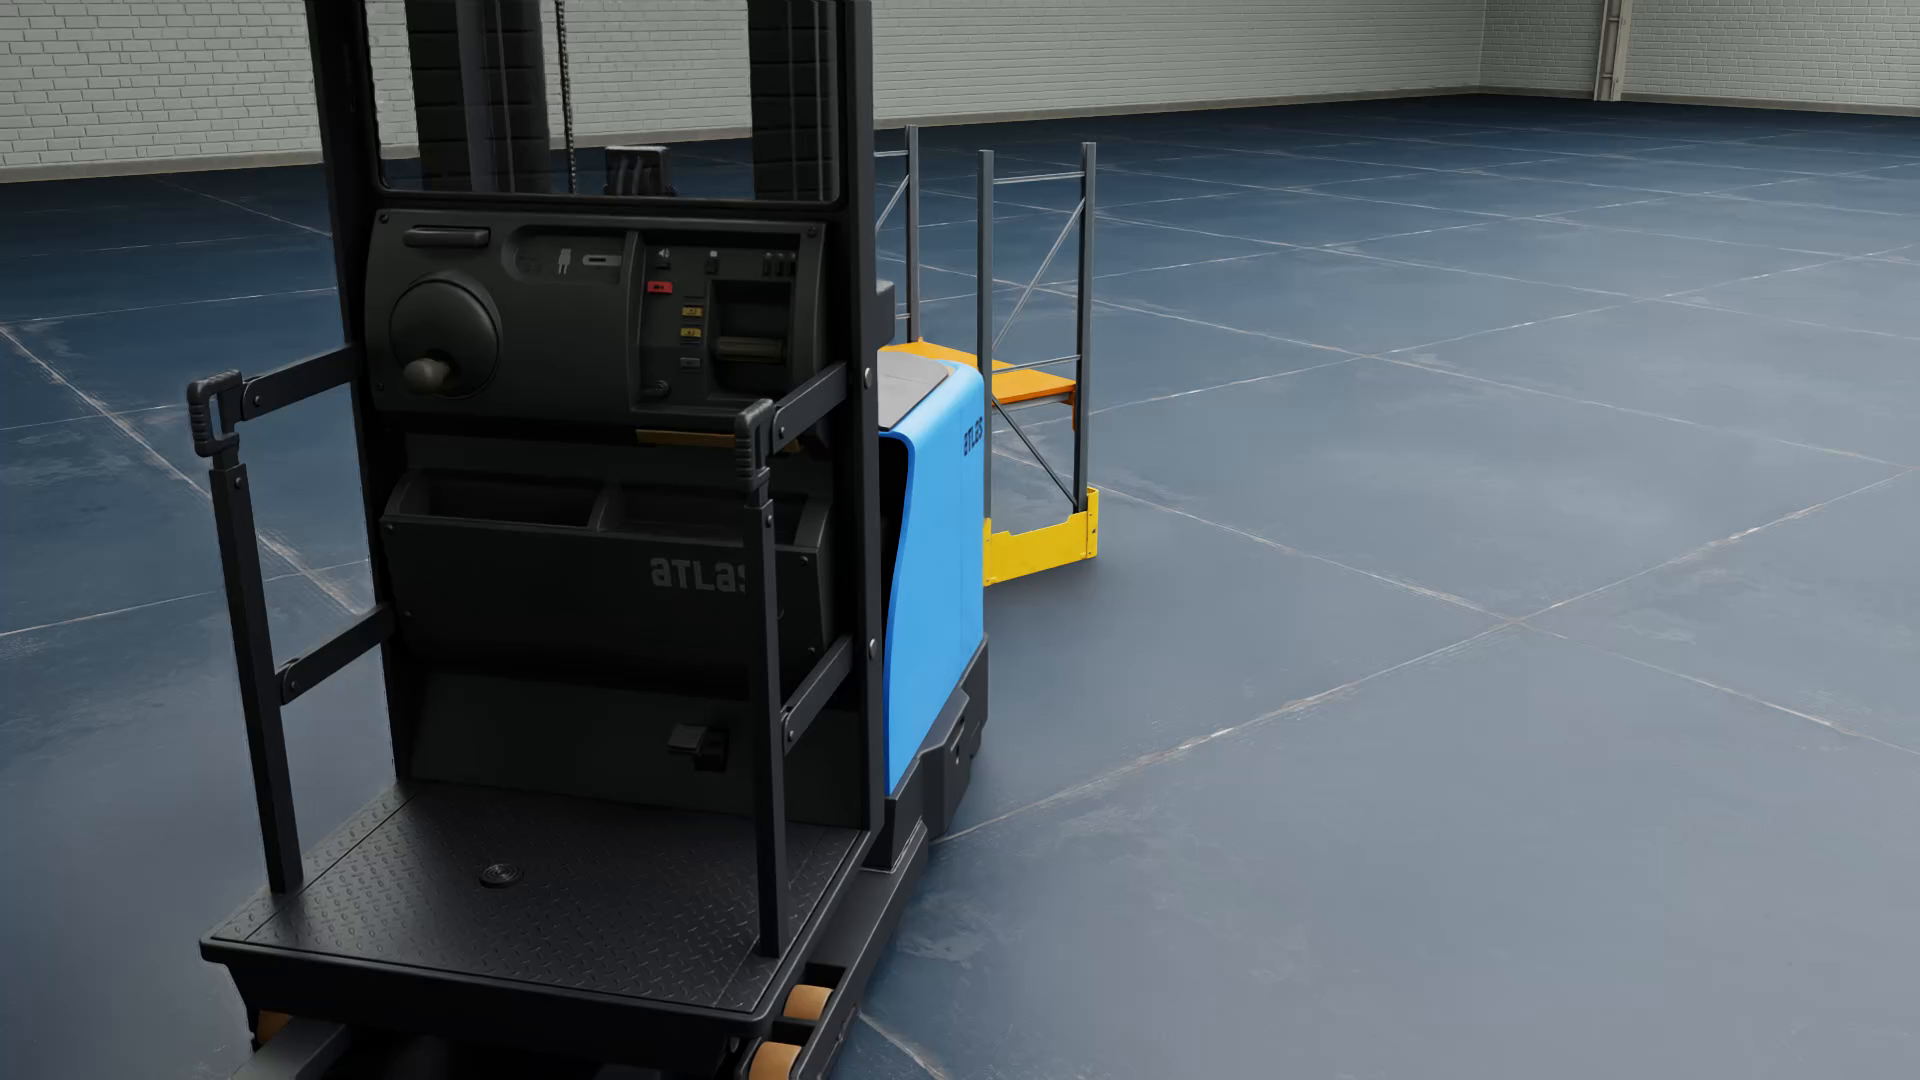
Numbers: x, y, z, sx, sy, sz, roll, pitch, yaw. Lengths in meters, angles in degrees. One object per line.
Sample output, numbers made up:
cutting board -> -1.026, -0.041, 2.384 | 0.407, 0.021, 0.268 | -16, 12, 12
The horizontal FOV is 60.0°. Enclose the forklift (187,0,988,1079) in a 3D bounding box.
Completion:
forklift -> -0.755, -0.428, 2.993 | 1.130, 2.935, 3.031 | 4, 19, 12

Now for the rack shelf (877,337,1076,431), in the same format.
rack shelf -> -0.053, -0.562, 6.247 | 0.538, 0.185, 1.000 | -14, 23, -36

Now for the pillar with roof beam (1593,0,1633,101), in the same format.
pillar with roof beam -> 8.903, -11.772, 27.597 | 9.100, 9.000, 0.400 | -14, 23, -36

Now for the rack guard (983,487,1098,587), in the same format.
rack guard -> 0.262, -0.015, 6.009 | 0.587, 0.250, 0.087 | -14, 23, -36

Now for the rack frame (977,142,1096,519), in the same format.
rack frame -> 0.263, -0.608, 5.812 | 0.500, 1.500, 0.032 | -14, 23, -36

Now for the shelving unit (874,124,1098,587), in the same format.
shelving unit -> -0.047, -0.731, 6.183 | 0.587, 1.500, 1.083 | -14, 23, -36

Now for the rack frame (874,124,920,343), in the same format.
rack frame -> -0.369, -0.858, 6.569 | 0.500, 1.500, 0.032 | -14, 23, -36
